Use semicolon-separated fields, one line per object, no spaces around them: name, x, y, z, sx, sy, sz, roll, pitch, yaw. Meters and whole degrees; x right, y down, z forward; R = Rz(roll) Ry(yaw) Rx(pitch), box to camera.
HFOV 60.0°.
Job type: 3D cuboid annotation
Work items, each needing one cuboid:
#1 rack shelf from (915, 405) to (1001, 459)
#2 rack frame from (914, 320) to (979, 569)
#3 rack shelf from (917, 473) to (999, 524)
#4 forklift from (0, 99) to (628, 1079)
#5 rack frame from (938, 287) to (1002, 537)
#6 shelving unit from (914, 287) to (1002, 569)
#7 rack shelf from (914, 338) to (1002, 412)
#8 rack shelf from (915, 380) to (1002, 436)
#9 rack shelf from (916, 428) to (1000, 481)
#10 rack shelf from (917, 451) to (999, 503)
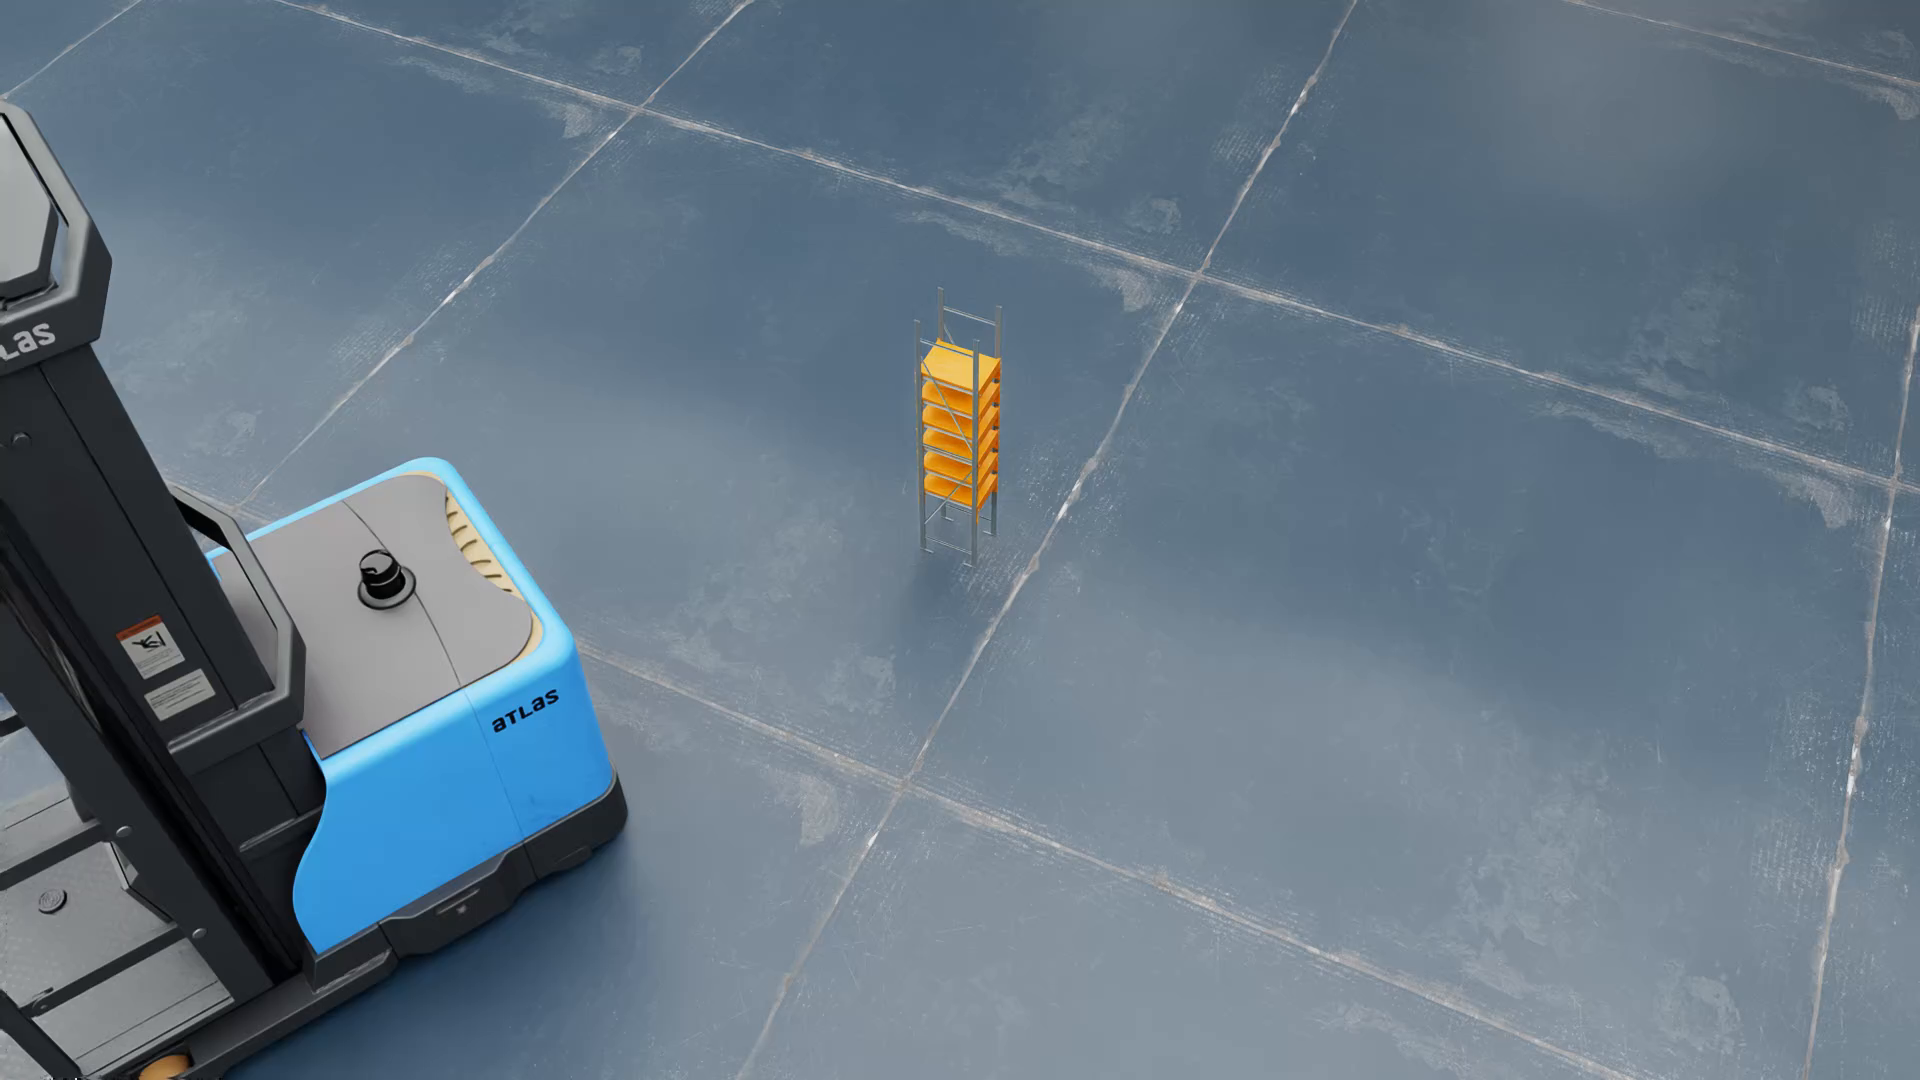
rack shelf;-0.006;-0.428;6.042;0.258;0.103;0.180;20;52;16
rack frame;-0.045;-0.316;6.046;0.240;1.200;0.006;20;52;16
rack shelf;-0.006;-0.195;6.316;0.258;0.103;0.180;20;52;16
forklift;-2.628;0.403;4.298;3.031;2.935;1.130;-29;55;-22
rack frame;0.033;-0.442;6.153;0.240;1.200;0.006;20;52;16
shelving unit;-0.006;-0.379;6.100;0.258;1.200;0.189;20;52;16
rack shelf;-0.006;-0.583;5.859;0.258;0.103;0.180;20;52;16
rack shelf;-0.006;-0.506;5.951;0.258;0.103;0.180;20;52;16
rack shelf;-0.006;-0.350;6.134;0.258;0.103;0.180;20;52;16
rack shelf;-0.006;-0.272;6.225;0.258;0.103;0.180;20;52;16
